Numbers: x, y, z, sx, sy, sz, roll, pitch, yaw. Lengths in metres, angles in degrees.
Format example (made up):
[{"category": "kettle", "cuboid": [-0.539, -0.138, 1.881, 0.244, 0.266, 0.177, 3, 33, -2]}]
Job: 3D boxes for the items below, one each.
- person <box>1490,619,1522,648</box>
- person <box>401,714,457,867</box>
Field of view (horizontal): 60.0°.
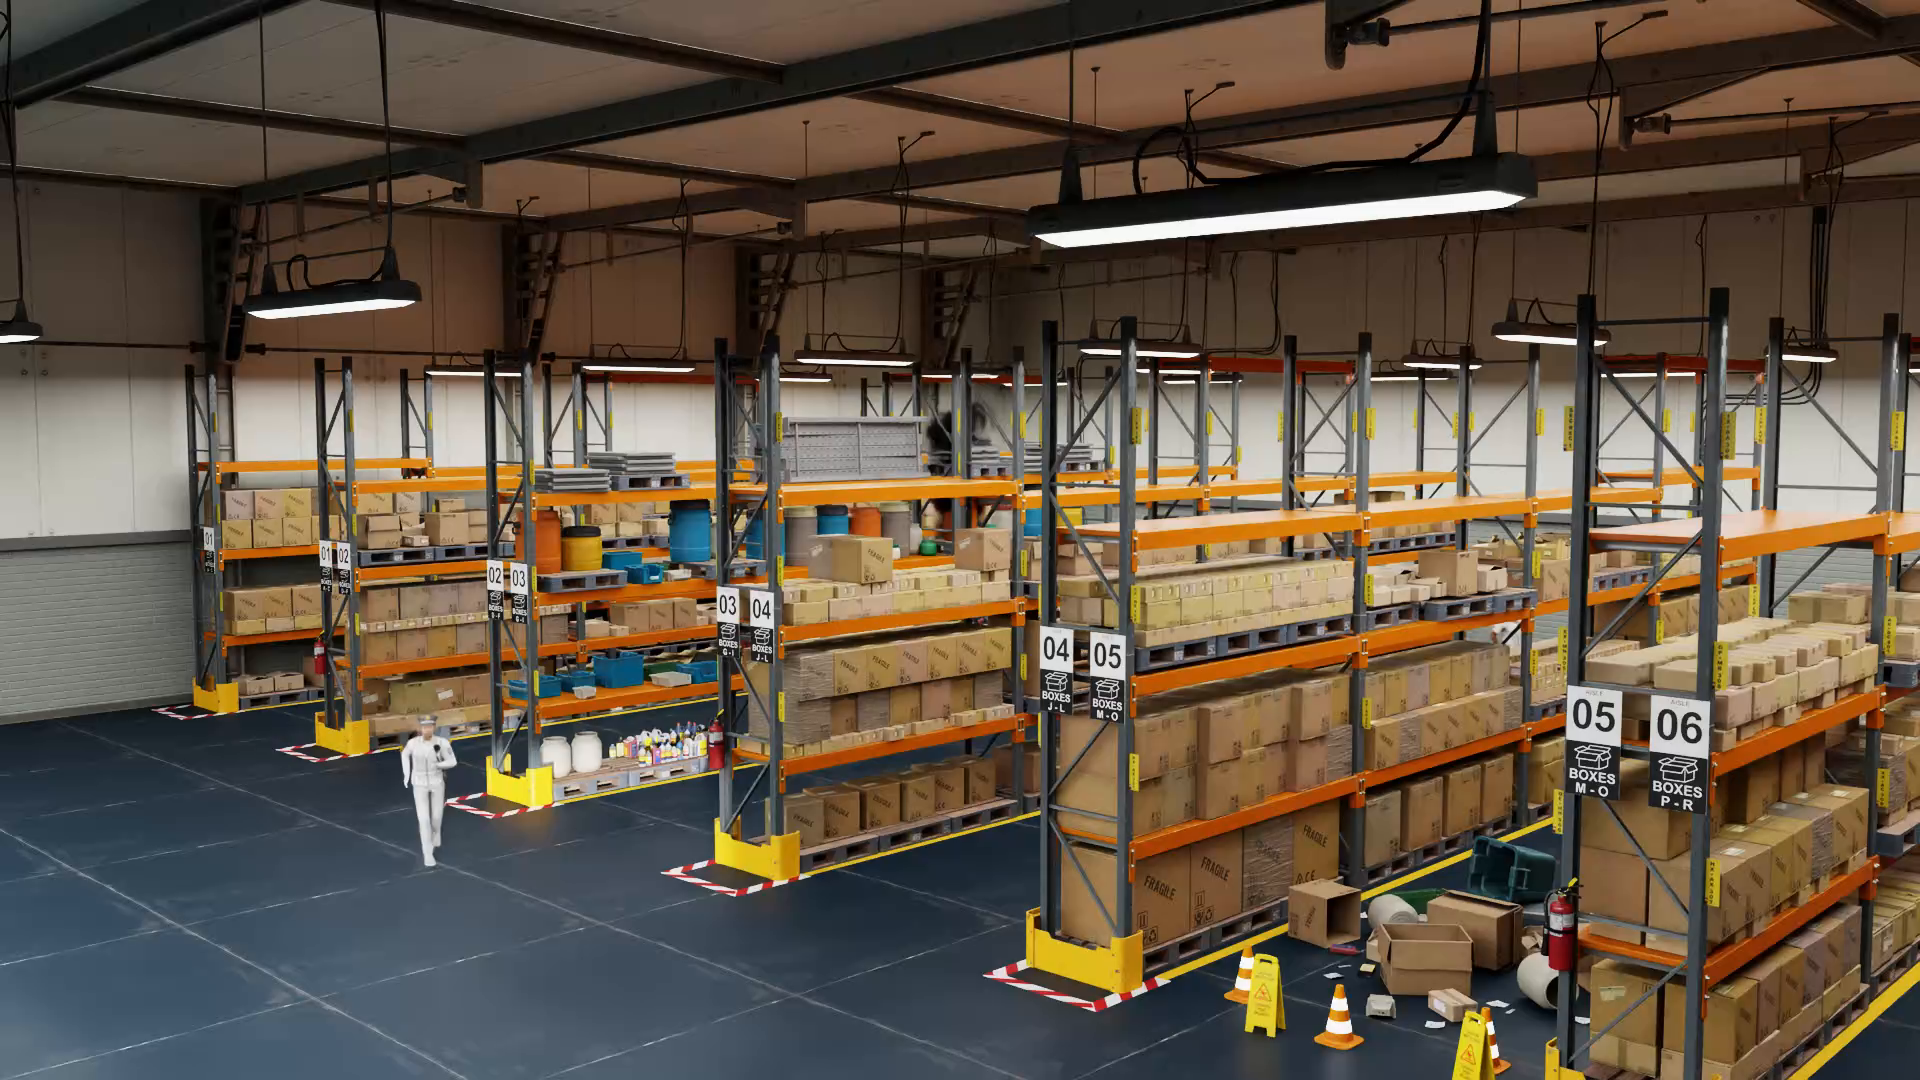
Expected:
[{"category": "person", "cuboid": [9.980, 2.001, 30.059, 0.721, 1.737, 0.771, -2, 5, -21]}, {"category": "person", "cuboid": [-6.117, 2.824, 19.177, 0.609, 1.684, 0.930, -1, 5, -18]}]
